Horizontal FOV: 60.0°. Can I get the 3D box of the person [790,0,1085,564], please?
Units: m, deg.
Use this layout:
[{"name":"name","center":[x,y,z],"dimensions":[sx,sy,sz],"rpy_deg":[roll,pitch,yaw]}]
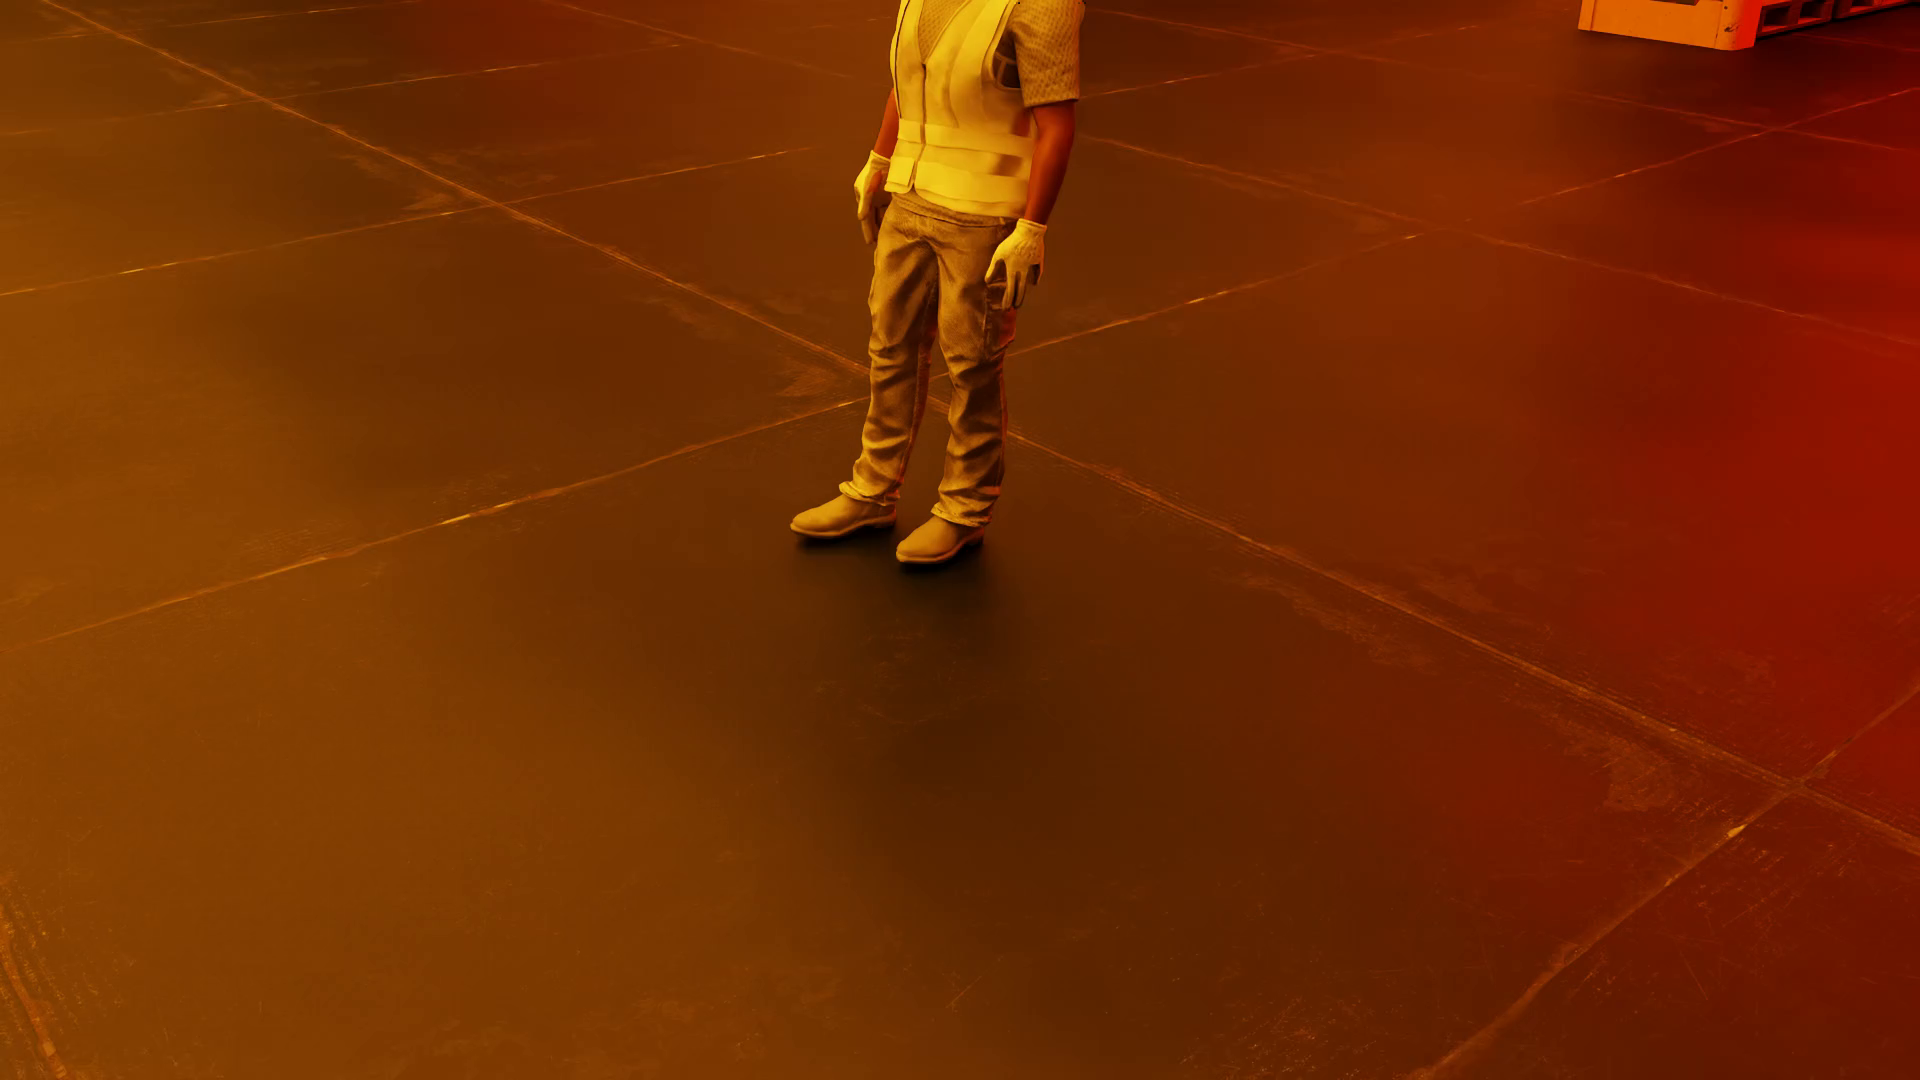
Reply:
[{"name":"person","center":[-0.061,-0.787,4.065],"dimensions":[0.575,1.784,0.656],"rpy_deg":[-20,33,-35]}]
